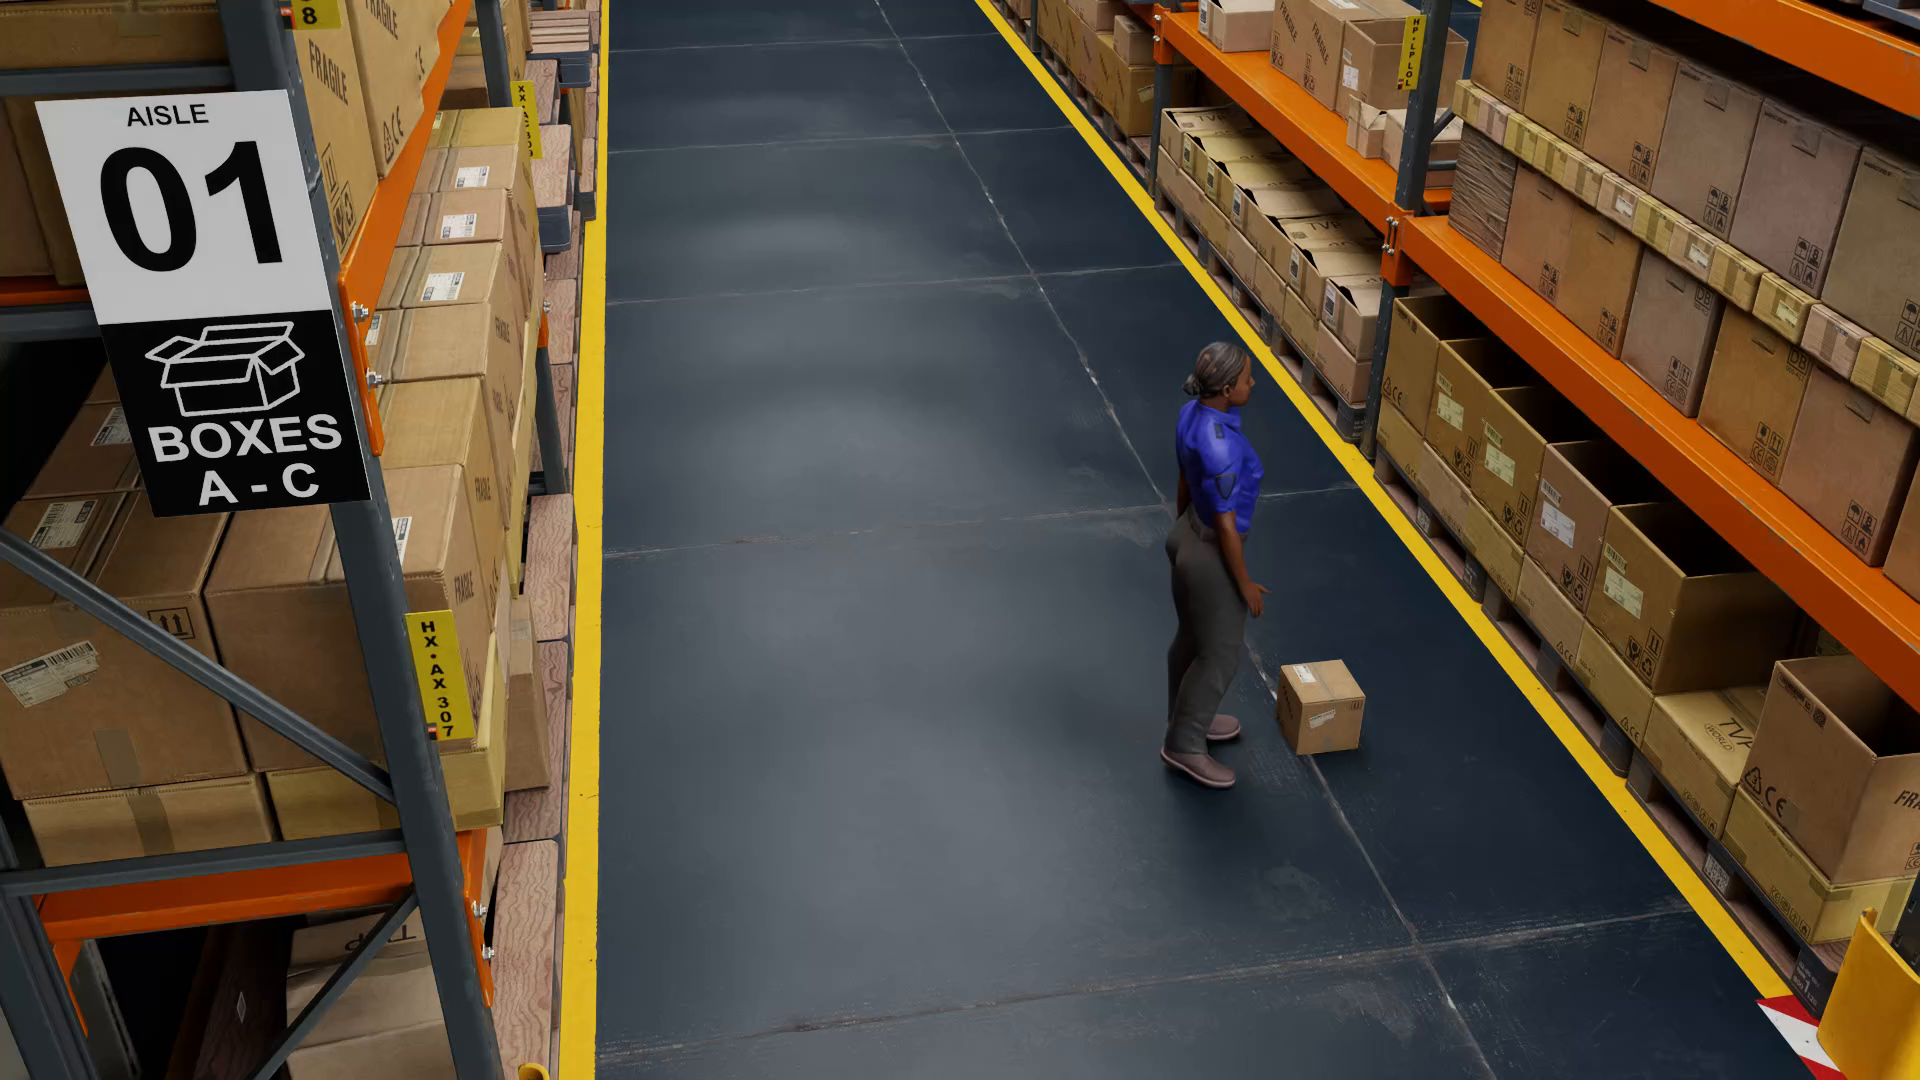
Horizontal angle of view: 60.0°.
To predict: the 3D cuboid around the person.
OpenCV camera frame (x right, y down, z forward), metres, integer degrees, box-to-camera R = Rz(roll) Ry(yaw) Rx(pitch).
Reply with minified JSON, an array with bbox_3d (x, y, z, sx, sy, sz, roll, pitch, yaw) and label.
[{"bbox_3d":[0.920,0.083,5.963,0.356,1.683,0.506,-3,31,-5],"label":"person"}]
